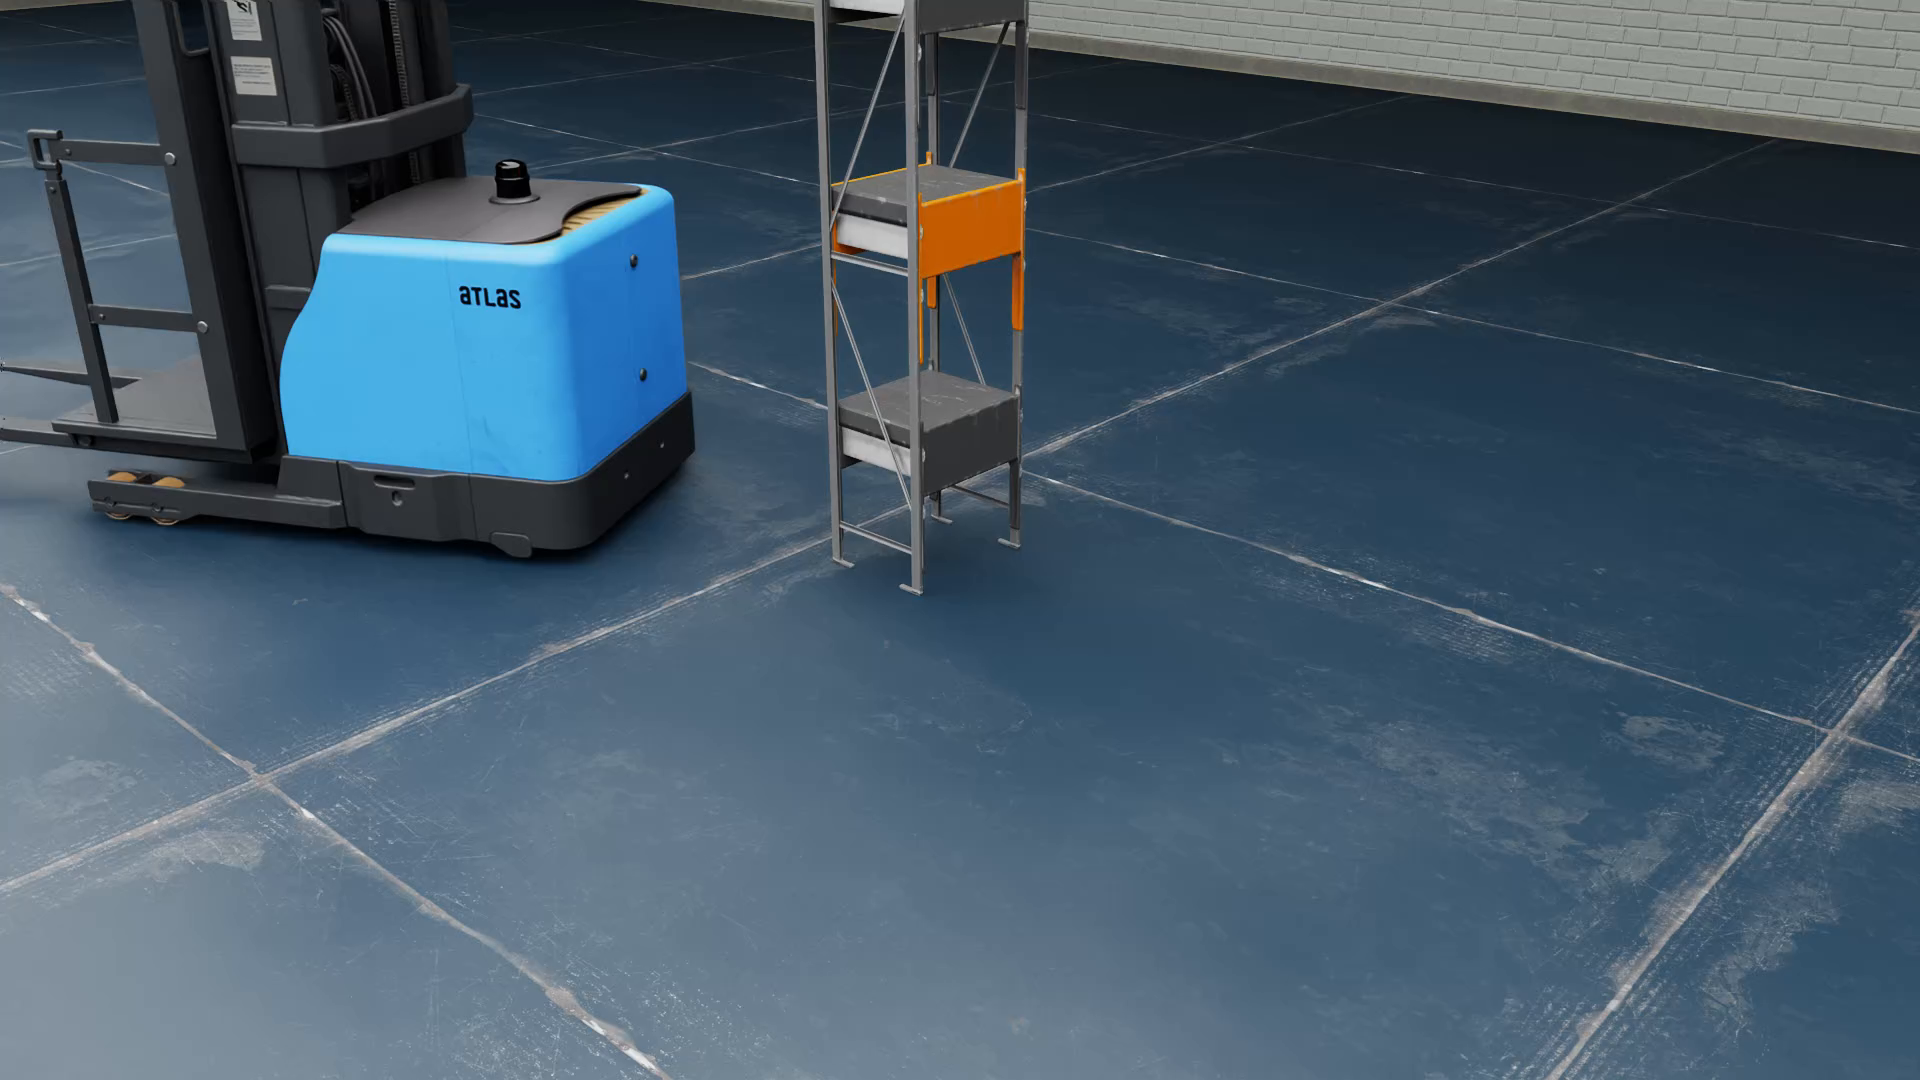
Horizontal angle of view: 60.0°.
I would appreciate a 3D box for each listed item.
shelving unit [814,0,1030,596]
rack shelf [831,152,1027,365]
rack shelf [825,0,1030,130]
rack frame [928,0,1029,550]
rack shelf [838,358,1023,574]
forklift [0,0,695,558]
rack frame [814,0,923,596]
[{"bbox_3d":[-0.110,-0.908,5.208,0.431,2.100,0.503,20,31,38],"label":"shelving unit"},{"bbox_3d":[-0.110,-0.895,5.214,0.431,0.518,0.480,20,31,38],"label":"rack shelf"},{"bbox_3d":[-0.111,-1.534,4.927,0.431,0.518,0.480,20,31,38],"label":"rack shelf"},{"bbox_3d":[0.052,-0.982,5.374,0.400,2.100,0.015,20,31,38],"label":"rack frame"},{"bbox_3d":[-0.110,-0.256,5.500,0.431,0.518,0.480,20,31,38],"label":"rack shelf"},{"bbox_3d":[-2.583,-1.590,5.713,3.031,2.935,1.130,6,25,13],"label":"forklift"},{"bbox_3d":[-0.273,-0.833,5.042,0.400,2.100,0.015,20,31,38],"label":"rack frame"}]
